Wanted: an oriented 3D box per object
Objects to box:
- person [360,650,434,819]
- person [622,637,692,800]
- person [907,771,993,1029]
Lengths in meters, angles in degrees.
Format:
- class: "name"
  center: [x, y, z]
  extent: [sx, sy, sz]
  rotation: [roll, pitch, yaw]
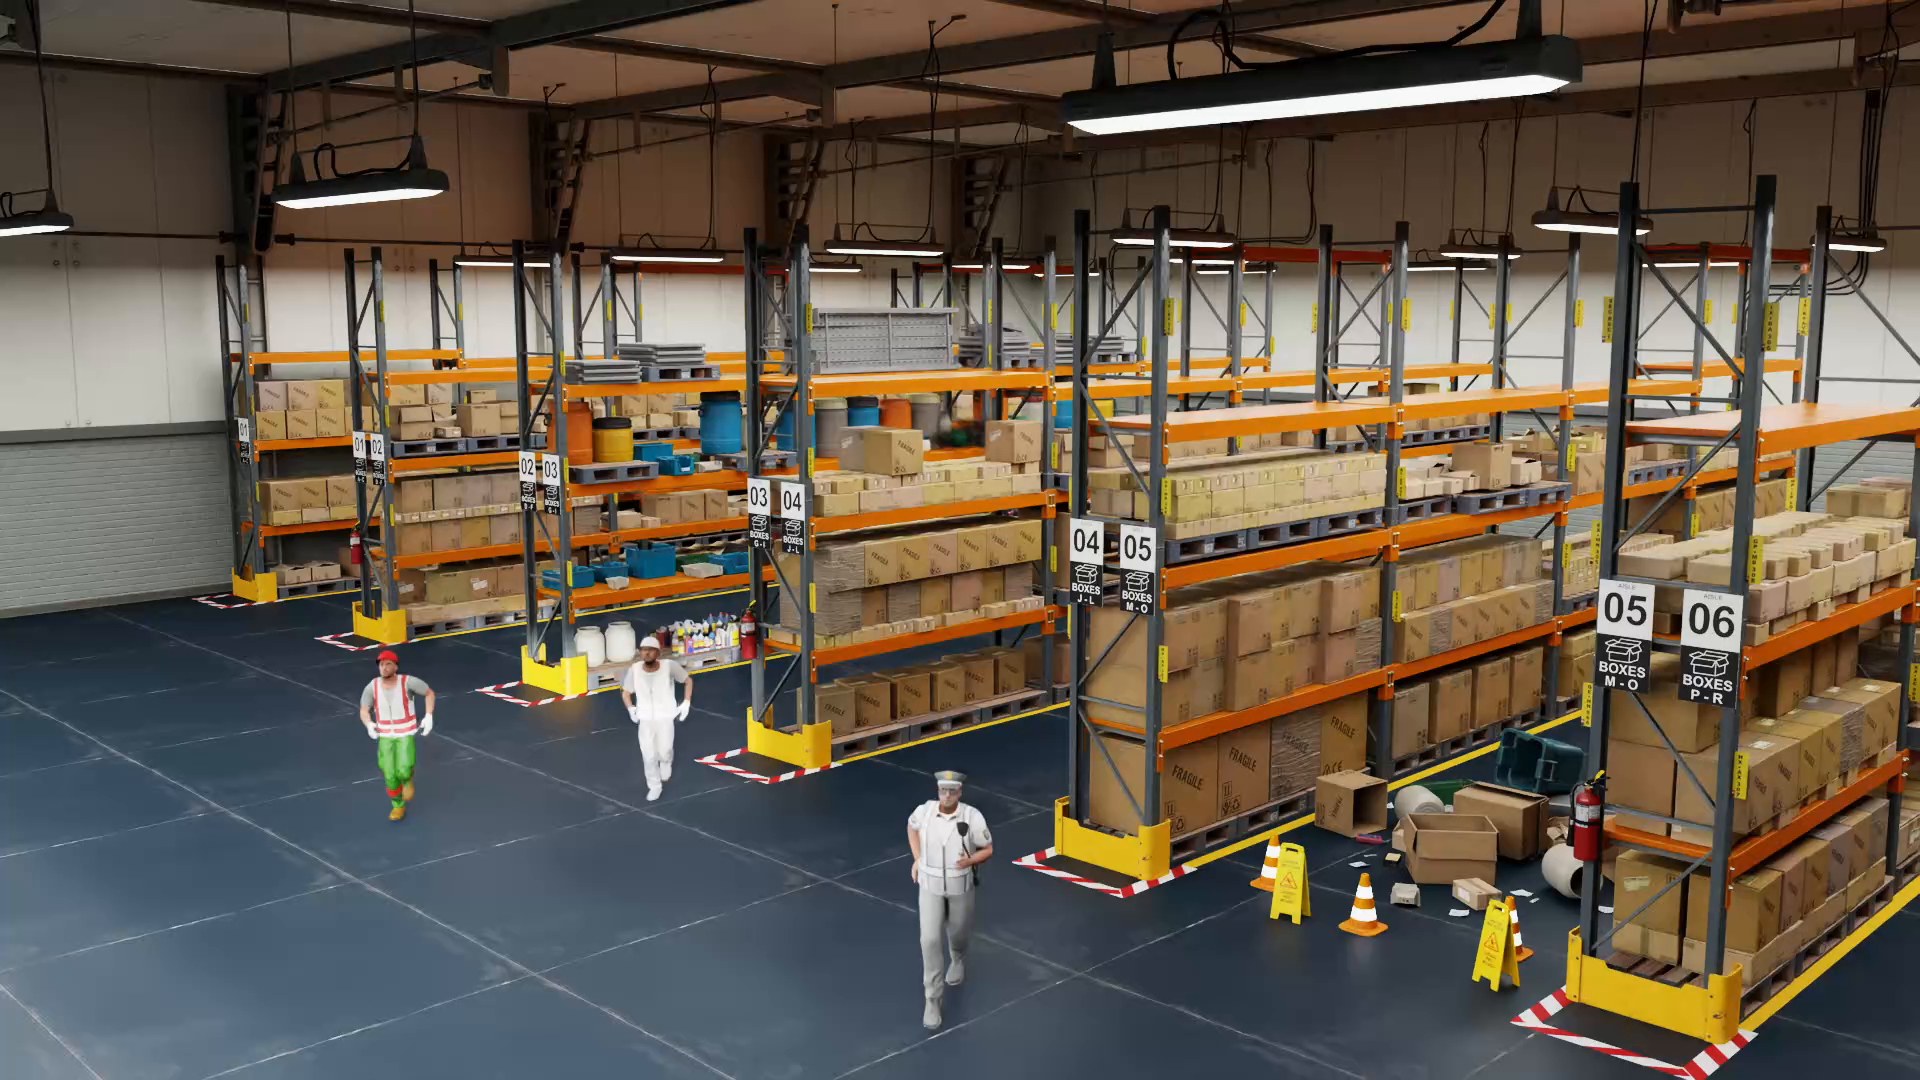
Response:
- class: "person"
  center: [-5.644, 1.962, 16.646]
  extent: [0.692, 1.740, 0.650]
  rotation: [-1, 8, -6]
- class: "person"
  center: [-3.174, 1.863, 17.372]
  extent: [0.711, 1.740, 0.667]
  rotation: [0, 8, 1]
- class: "person"
  center: [-0.081, 2.563, 12.253]
  extent: [0.654, 1.826, 0.897]
  rotation: [0, 8, 3]
